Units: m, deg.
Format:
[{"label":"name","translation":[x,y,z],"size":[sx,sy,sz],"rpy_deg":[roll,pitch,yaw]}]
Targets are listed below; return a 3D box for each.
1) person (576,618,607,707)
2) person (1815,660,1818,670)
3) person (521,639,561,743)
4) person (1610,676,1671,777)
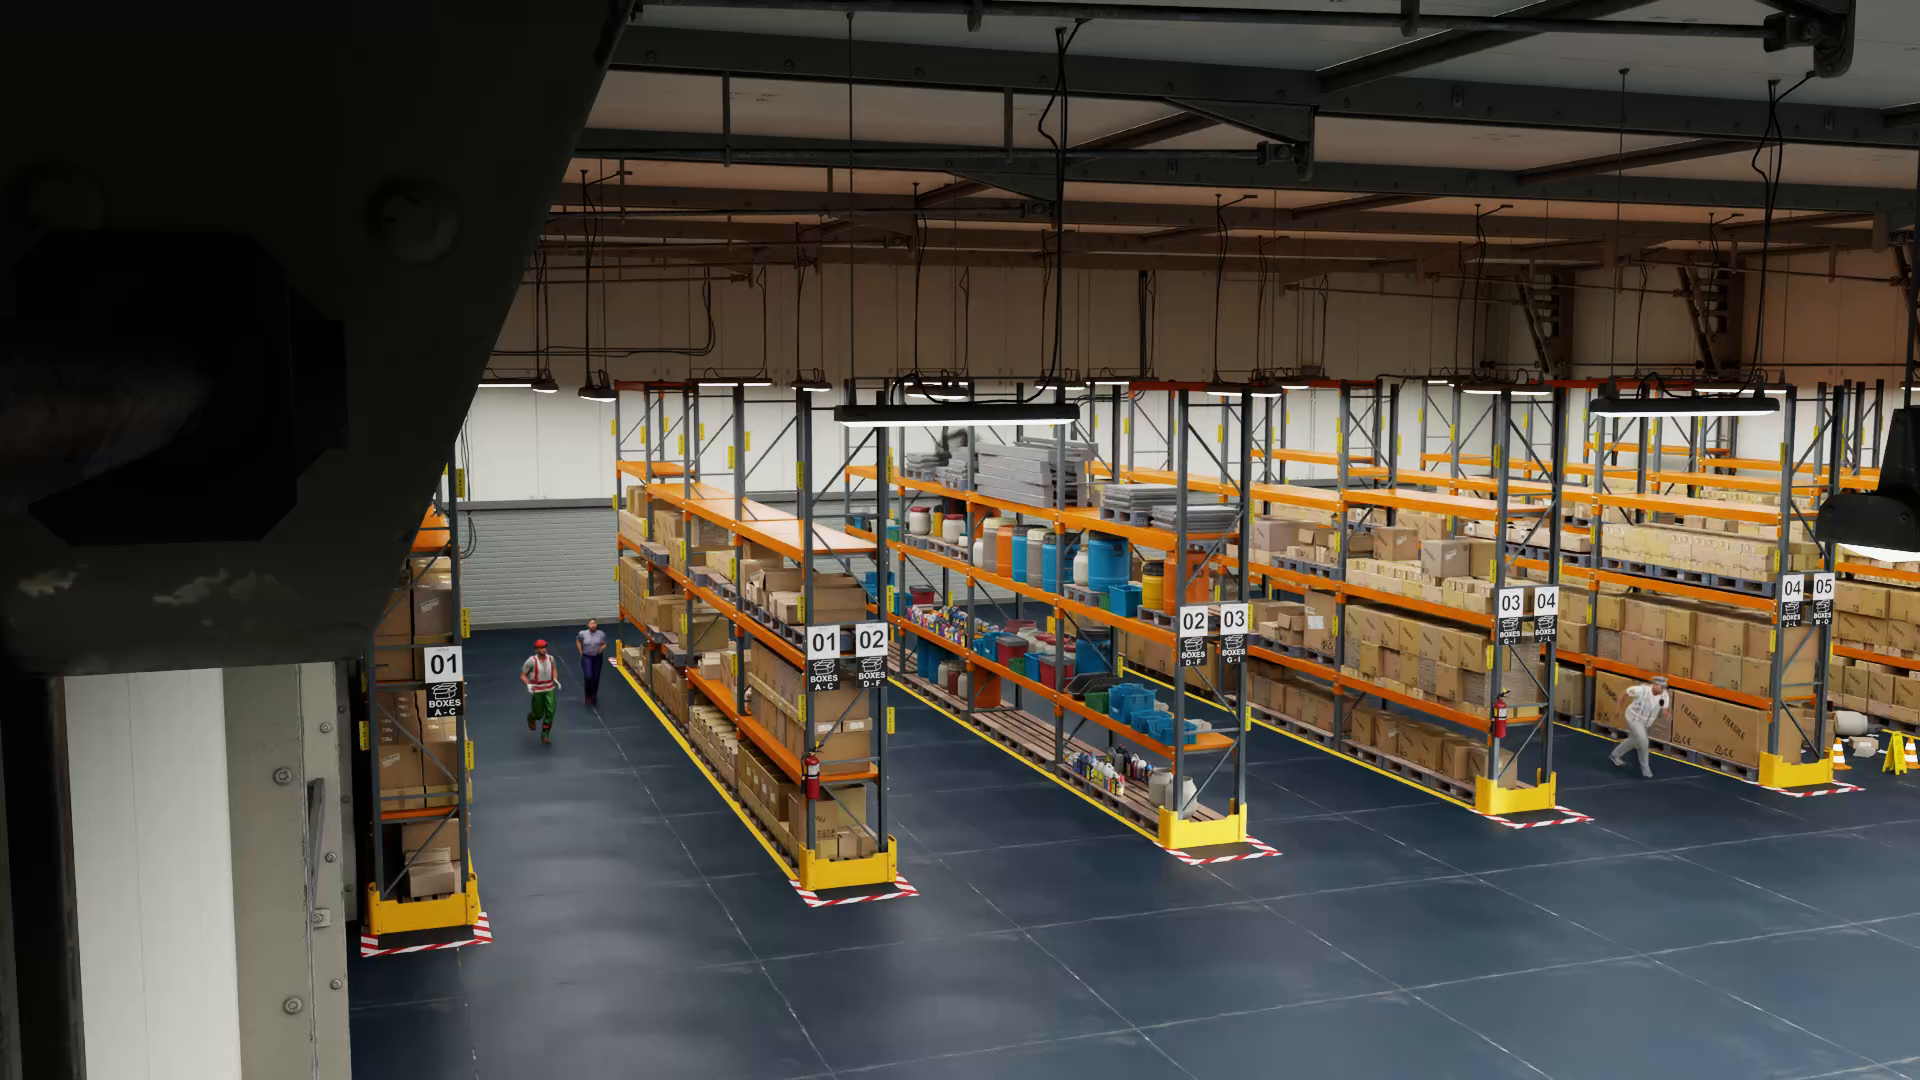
[{"label":"person","translation":[-6.850,2.264,30.989],"size":[0.527,1.665,0.784],"rpy_deg":[-3,7,-23]},{"label":"person","translation":[16.890,1.937,33.370],"size":[0.711,1.791,0.975],"rpy_deg":[-3,7,-23]},{"label":"person","translation":[-7.055,2.521,27.954],"size":[0.665,1.740,0.749],"rpy_deg":[-4,7,-35]},{"label":"person","translation":[10.525,2.817,25.742],"size":[0.684,1.568,1.130],"rpy_deg":[-2,6,-16]}]
